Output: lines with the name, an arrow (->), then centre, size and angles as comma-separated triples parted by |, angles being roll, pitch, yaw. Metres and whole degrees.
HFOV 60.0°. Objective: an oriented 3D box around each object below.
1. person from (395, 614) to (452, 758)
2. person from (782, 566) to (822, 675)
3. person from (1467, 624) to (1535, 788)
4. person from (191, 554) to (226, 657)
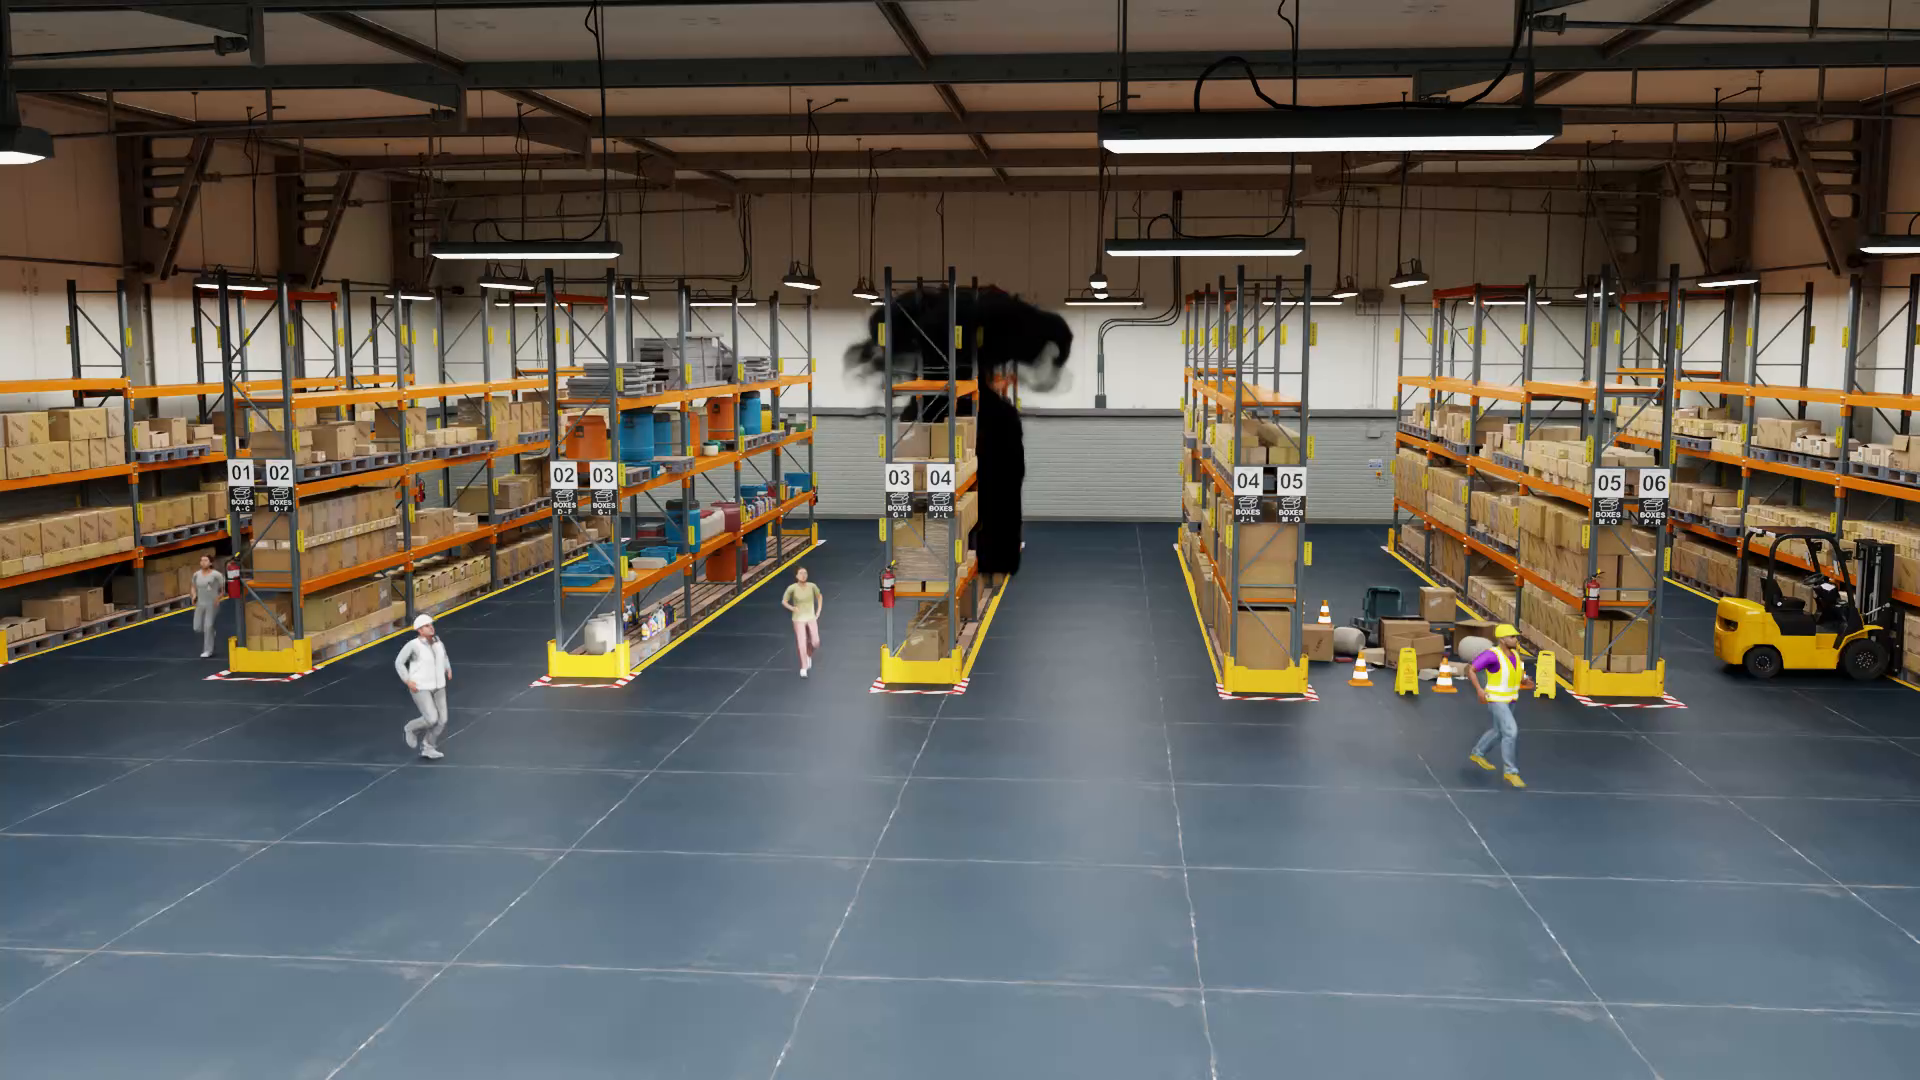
person -> -6.347, 1.748, 19.827 | 0.553, 1.731, 0.706 | 5, 8, 34
person -> -2.312, 1.201, 24.659 | 0.639, 1.629, 0.523 | -3, 7, -20
person -> 6.135, 1.844, 18.851 | 0.716, 1.813, 0.826 | -6, 9, -40
person -> -11.836, 1.017, 26.223 | 0.555, 1.623, 0.591 | 0, 7, -4
